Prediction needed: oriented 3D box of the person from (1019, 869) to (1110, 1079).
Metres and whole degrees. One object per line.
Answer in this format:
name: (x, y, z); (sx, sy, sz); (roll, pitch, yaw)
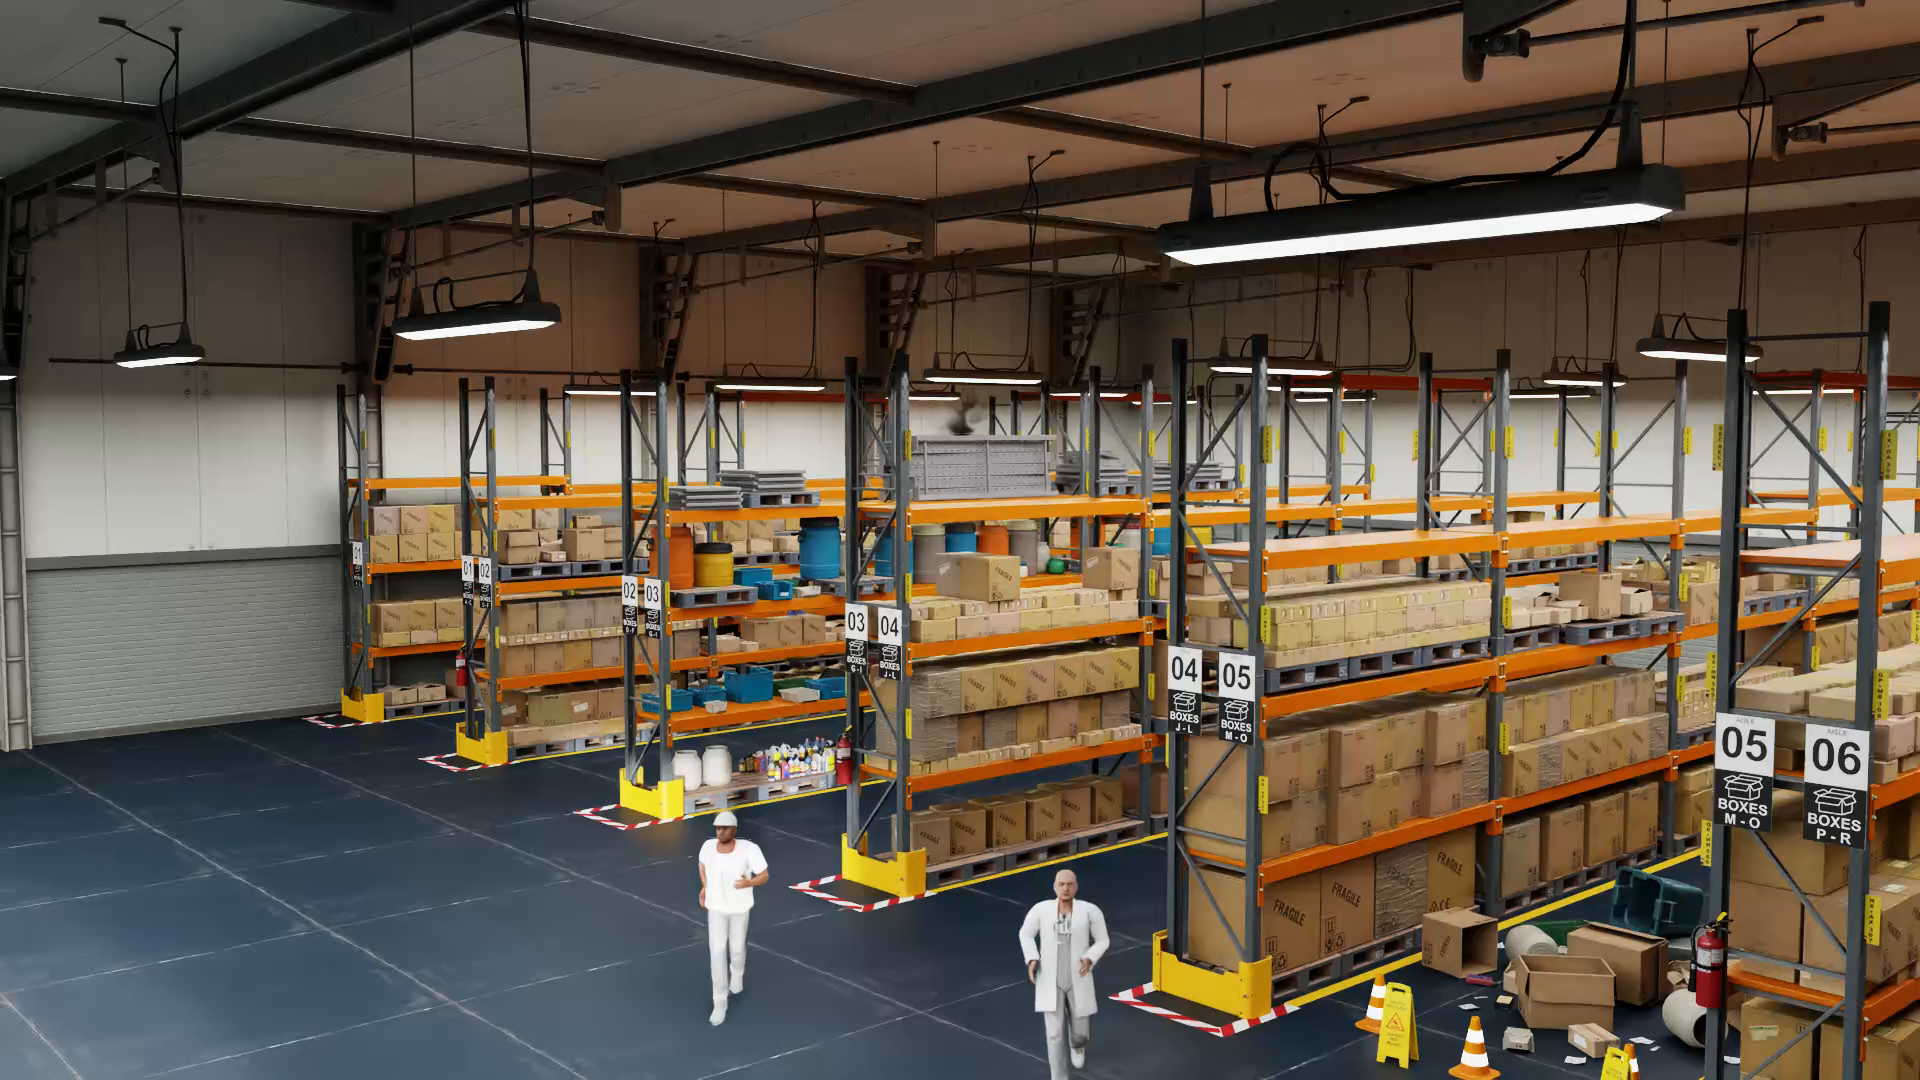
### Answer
person: (0.809, 3.545, 13.001); (0.715, 1.526, 0.748); (0, 4, 5)

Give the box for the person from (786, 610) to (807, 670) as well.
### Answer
person: (-3.218, 1.948, 32.386); (0.546, 1.638, 0.685); (3, 5, 35)

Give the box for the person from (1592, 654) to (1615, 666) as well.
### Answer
person: (11.902, 2.307, 30.989); (0.569, 1.657, 0.524); (-2, 4, -26)

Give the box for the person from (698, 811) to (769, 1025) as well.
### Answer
person: (-2.034, 3.302, 14.854); (0.675, 1.798, 0.902); (0, 4, 1)
